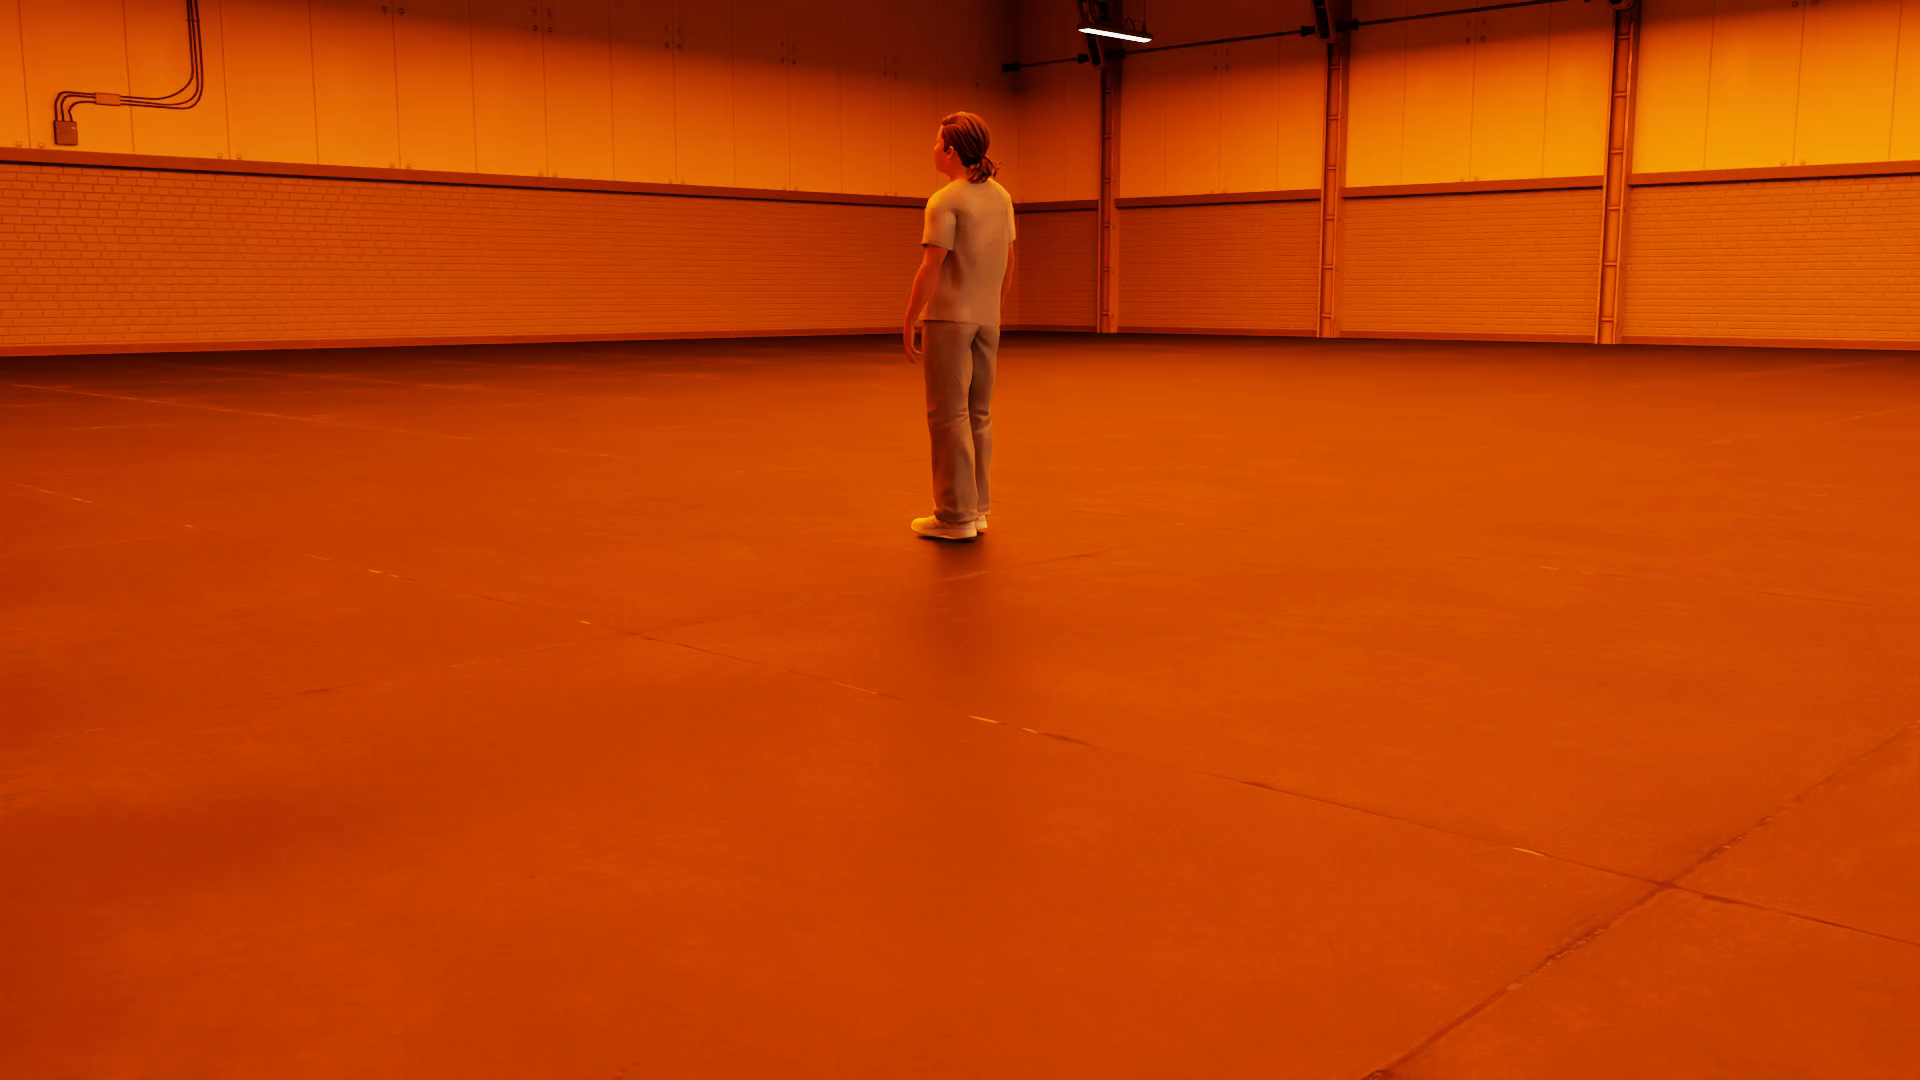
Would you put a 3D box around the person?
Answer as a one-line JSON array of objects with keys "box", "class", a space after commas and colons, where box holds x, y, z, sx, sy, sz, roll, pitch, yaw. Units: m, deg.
[{"box": [-0.050, -0.841, 6.658, 0.532, 1.663, 0.549, 8, 12, 43], "class": "person"}]
